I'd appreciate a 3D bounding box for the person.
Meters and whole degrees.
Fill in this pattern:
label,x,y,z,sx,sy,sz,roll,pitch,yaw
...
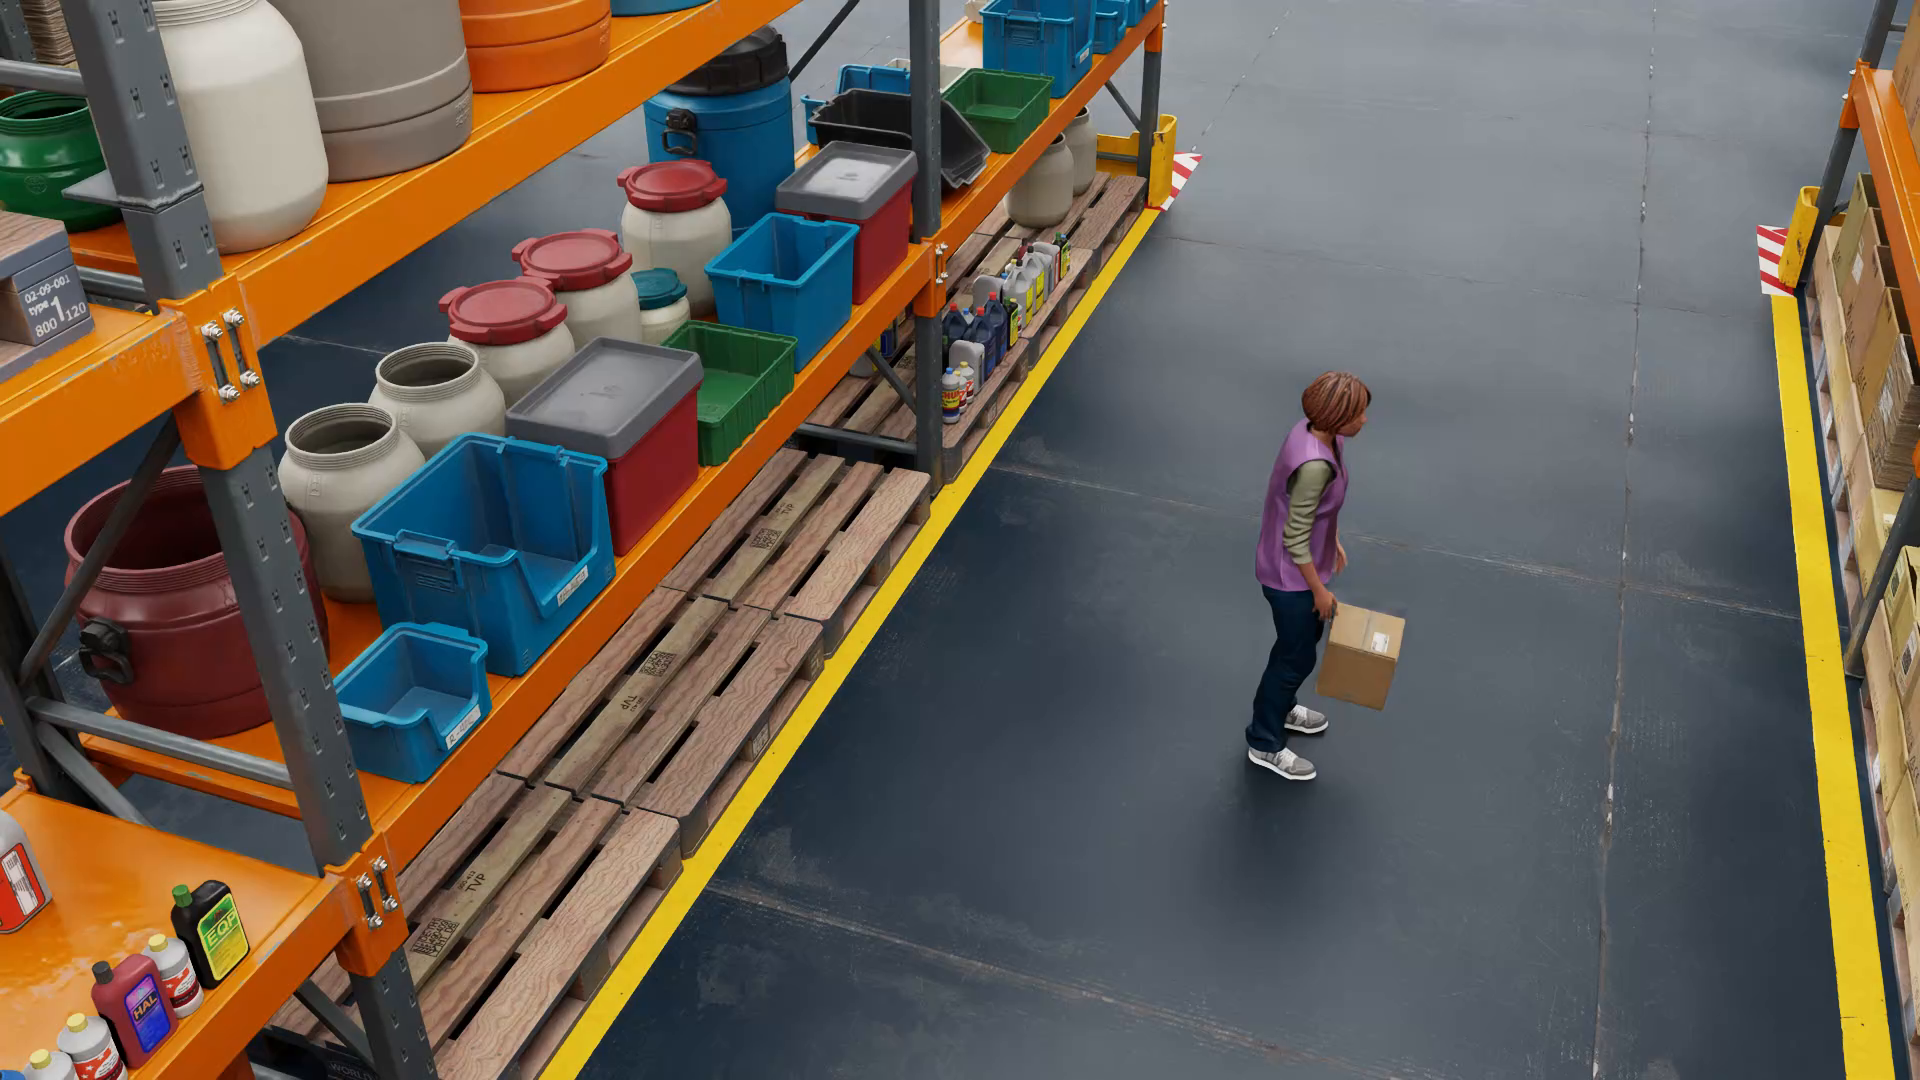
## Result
label,x,y,z,sx,sy,sz,roll,pitch,yaw
person,1.233,0.108,5.985,0.338,1.598,0.452,10,35,15
